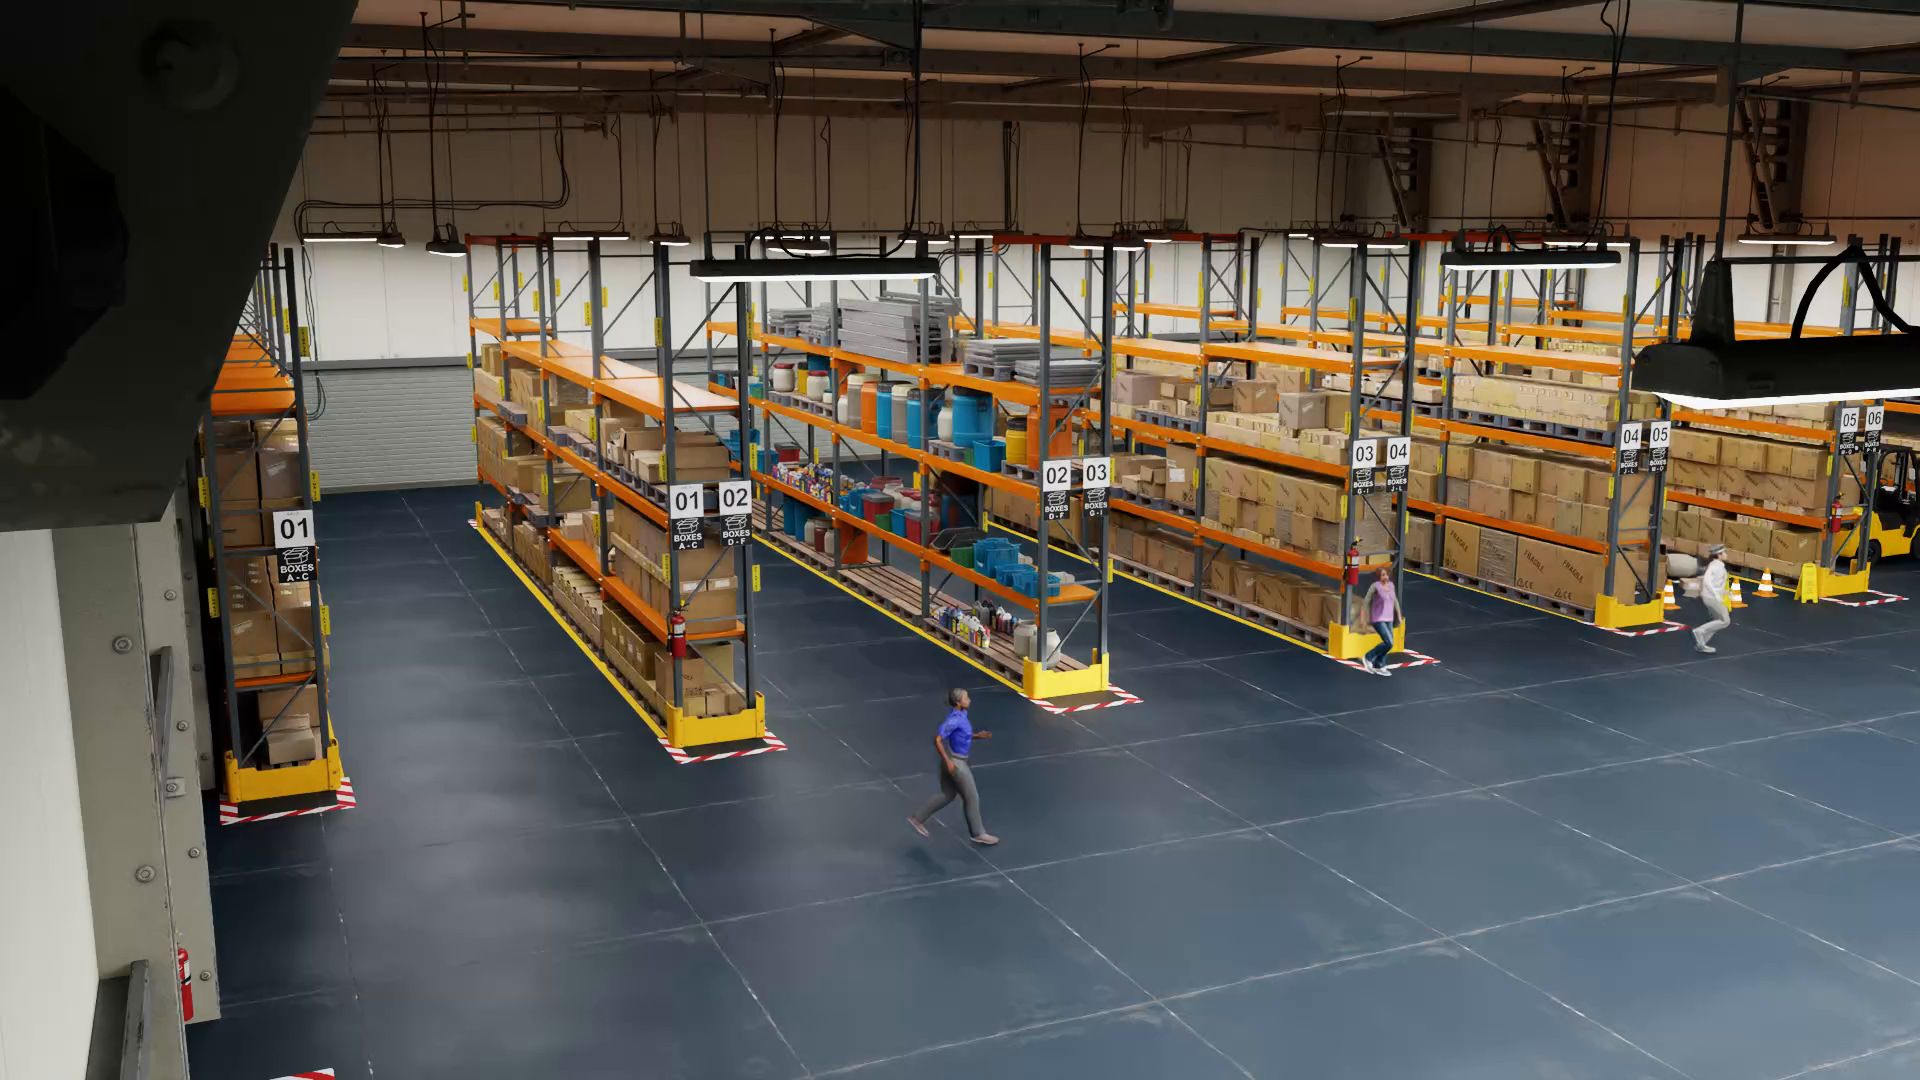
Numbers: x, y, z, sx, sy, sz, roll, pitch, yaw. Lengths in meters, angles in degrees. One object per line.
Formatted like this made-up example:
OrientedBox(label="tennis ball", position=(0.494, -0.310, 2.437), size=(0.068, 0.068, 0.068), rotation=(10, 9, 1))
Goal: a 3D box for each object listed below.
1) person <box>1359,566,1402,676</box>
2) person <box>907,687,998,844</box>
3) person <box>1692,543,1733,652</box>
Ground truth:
OrientedBox(label="person", position=(5.893, 1.138, 23.161), size=(0.521, 1.569, 0.459), rotation=(-9, 14, -38))
OrientedBox(label="person", position=(-0.074, 2.289, 16.851), size=(0.939, 1.646, 0.574), rotation=(-1, 11, -4))
OrientedBox(label="person", position=(11.119, 0.843, 24.510), size=(0.518, 1.630, 0.618), rotation=(5, 12, 23))
